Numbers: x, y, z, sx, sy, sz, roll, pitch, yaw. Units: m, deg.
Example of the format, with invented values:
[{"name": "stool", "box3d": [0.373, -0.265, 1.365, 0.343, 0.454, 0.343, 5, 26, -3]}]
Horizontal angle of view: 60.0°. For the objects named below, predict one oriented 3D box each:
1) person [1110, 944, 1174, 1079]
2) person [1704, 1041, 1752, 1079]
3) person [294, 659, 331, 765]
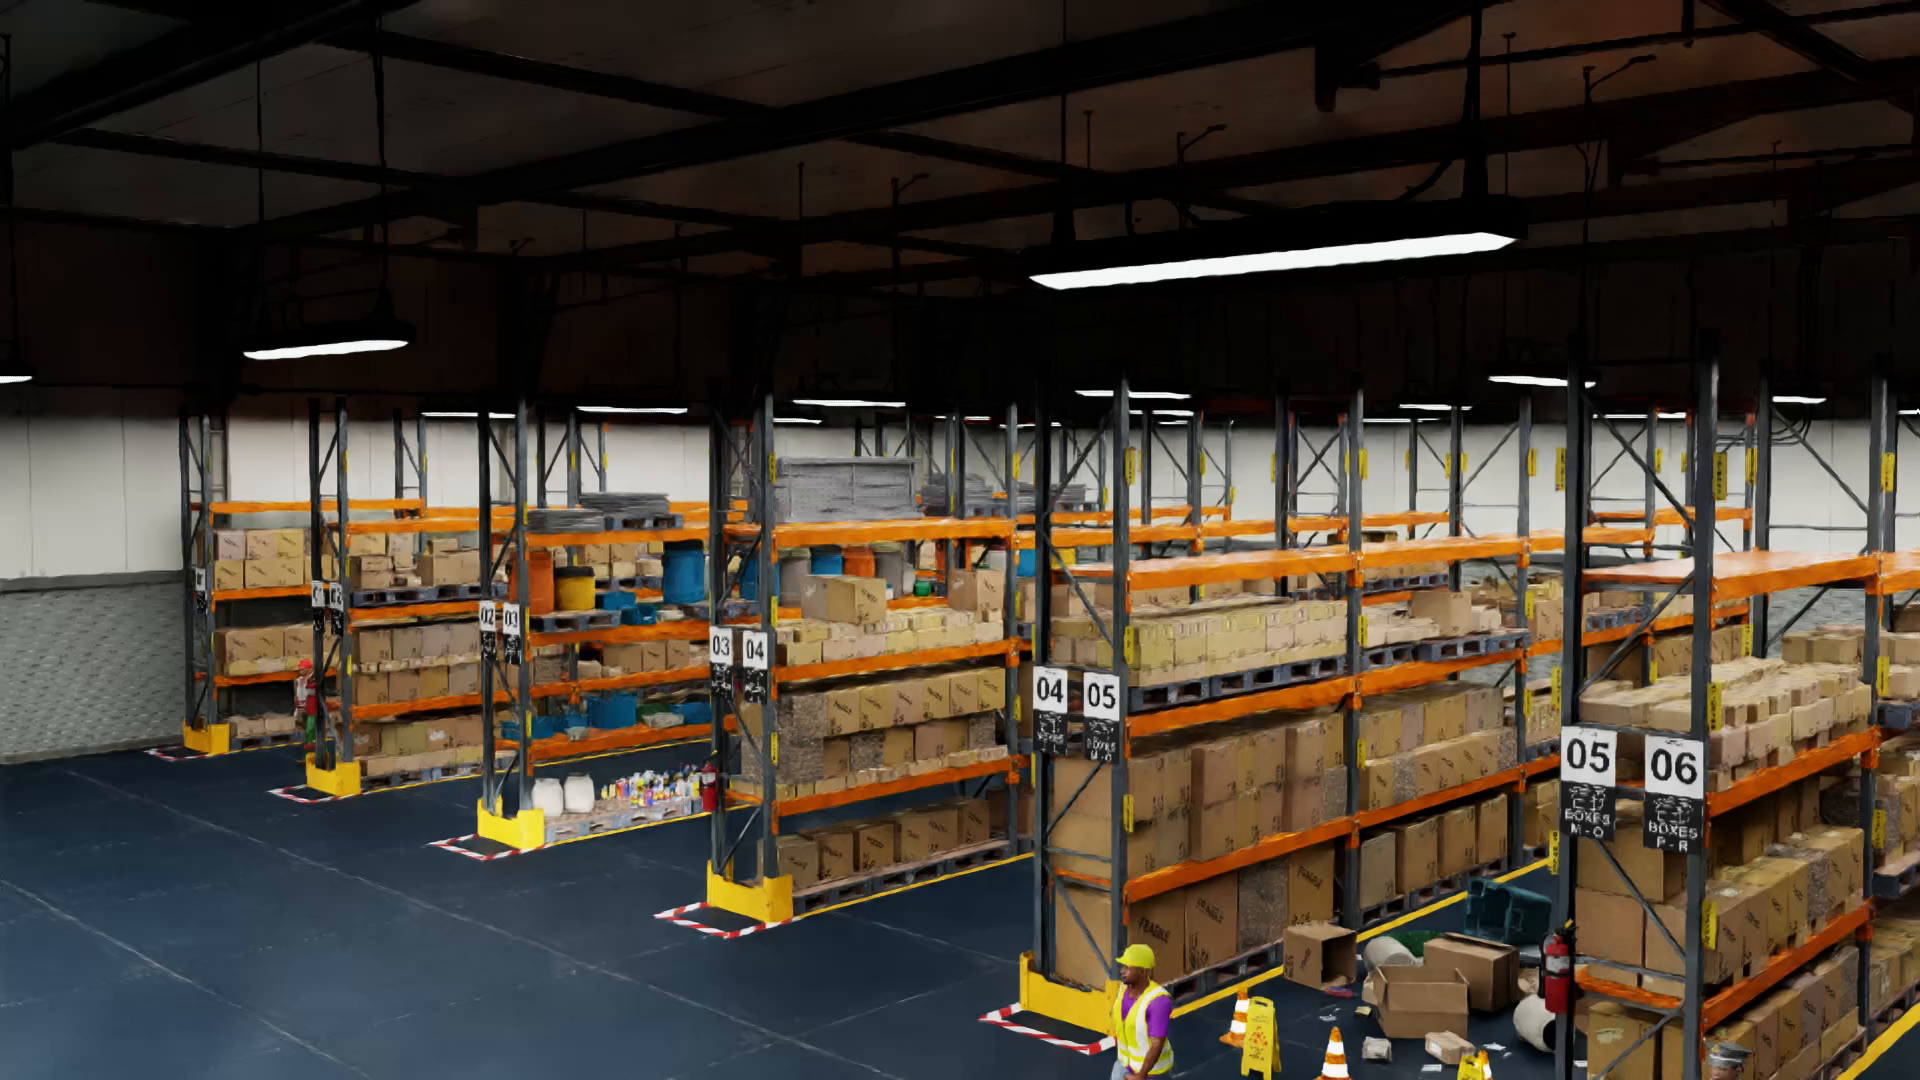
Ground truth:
[{"name": "person", "box3d": [1.264, 3.683, 11.688, 1.042, 1.705, 0.571, -2, 4, -37]}, {"name": "person", "box3d": [4.744, 3.818, 10.090, 0.934, 1.613, 0.515, -1, 3, -26]}, {"name": "person", "box3d": [-10.858, 2.841, 27.736, 0.596, 1.746, 0.970, 1, 3, 21]}]
